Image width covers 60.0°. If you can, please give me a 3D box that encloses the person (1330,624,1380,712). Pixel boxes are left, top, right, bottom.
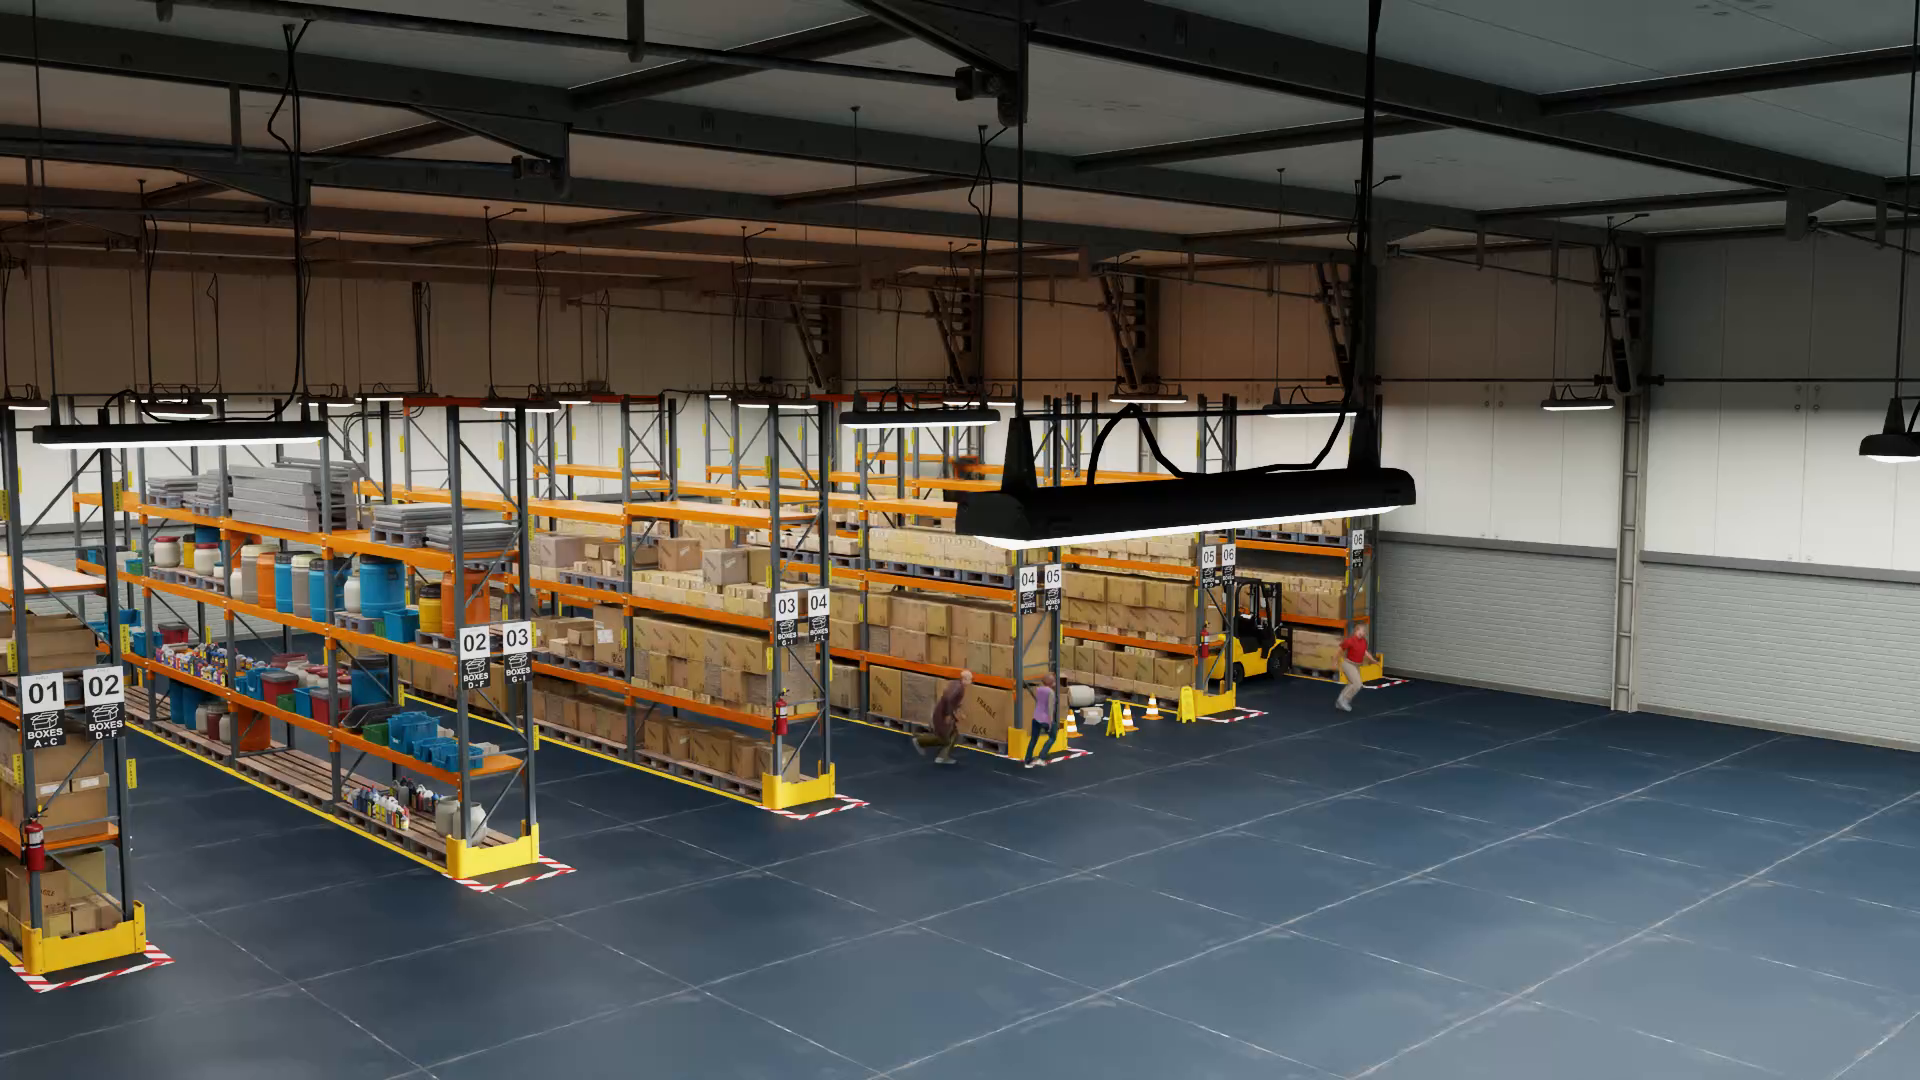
[{"bbox_3d":[7.537,2.427,31.635,0.807,1.675,0.646,5,7,39],"label":"person"}]

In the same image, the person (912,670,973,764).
[{"bbox_3d":[-0.292,2.917,27.339,1.007,1.578,0.724,0,6,4],"label":"person"}]

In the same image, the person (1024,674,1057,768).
[{"bbox_3d":[1.334,2.939,26.968,0.480,1.571,0.517,-5,8,-45],"label":"person"}]
